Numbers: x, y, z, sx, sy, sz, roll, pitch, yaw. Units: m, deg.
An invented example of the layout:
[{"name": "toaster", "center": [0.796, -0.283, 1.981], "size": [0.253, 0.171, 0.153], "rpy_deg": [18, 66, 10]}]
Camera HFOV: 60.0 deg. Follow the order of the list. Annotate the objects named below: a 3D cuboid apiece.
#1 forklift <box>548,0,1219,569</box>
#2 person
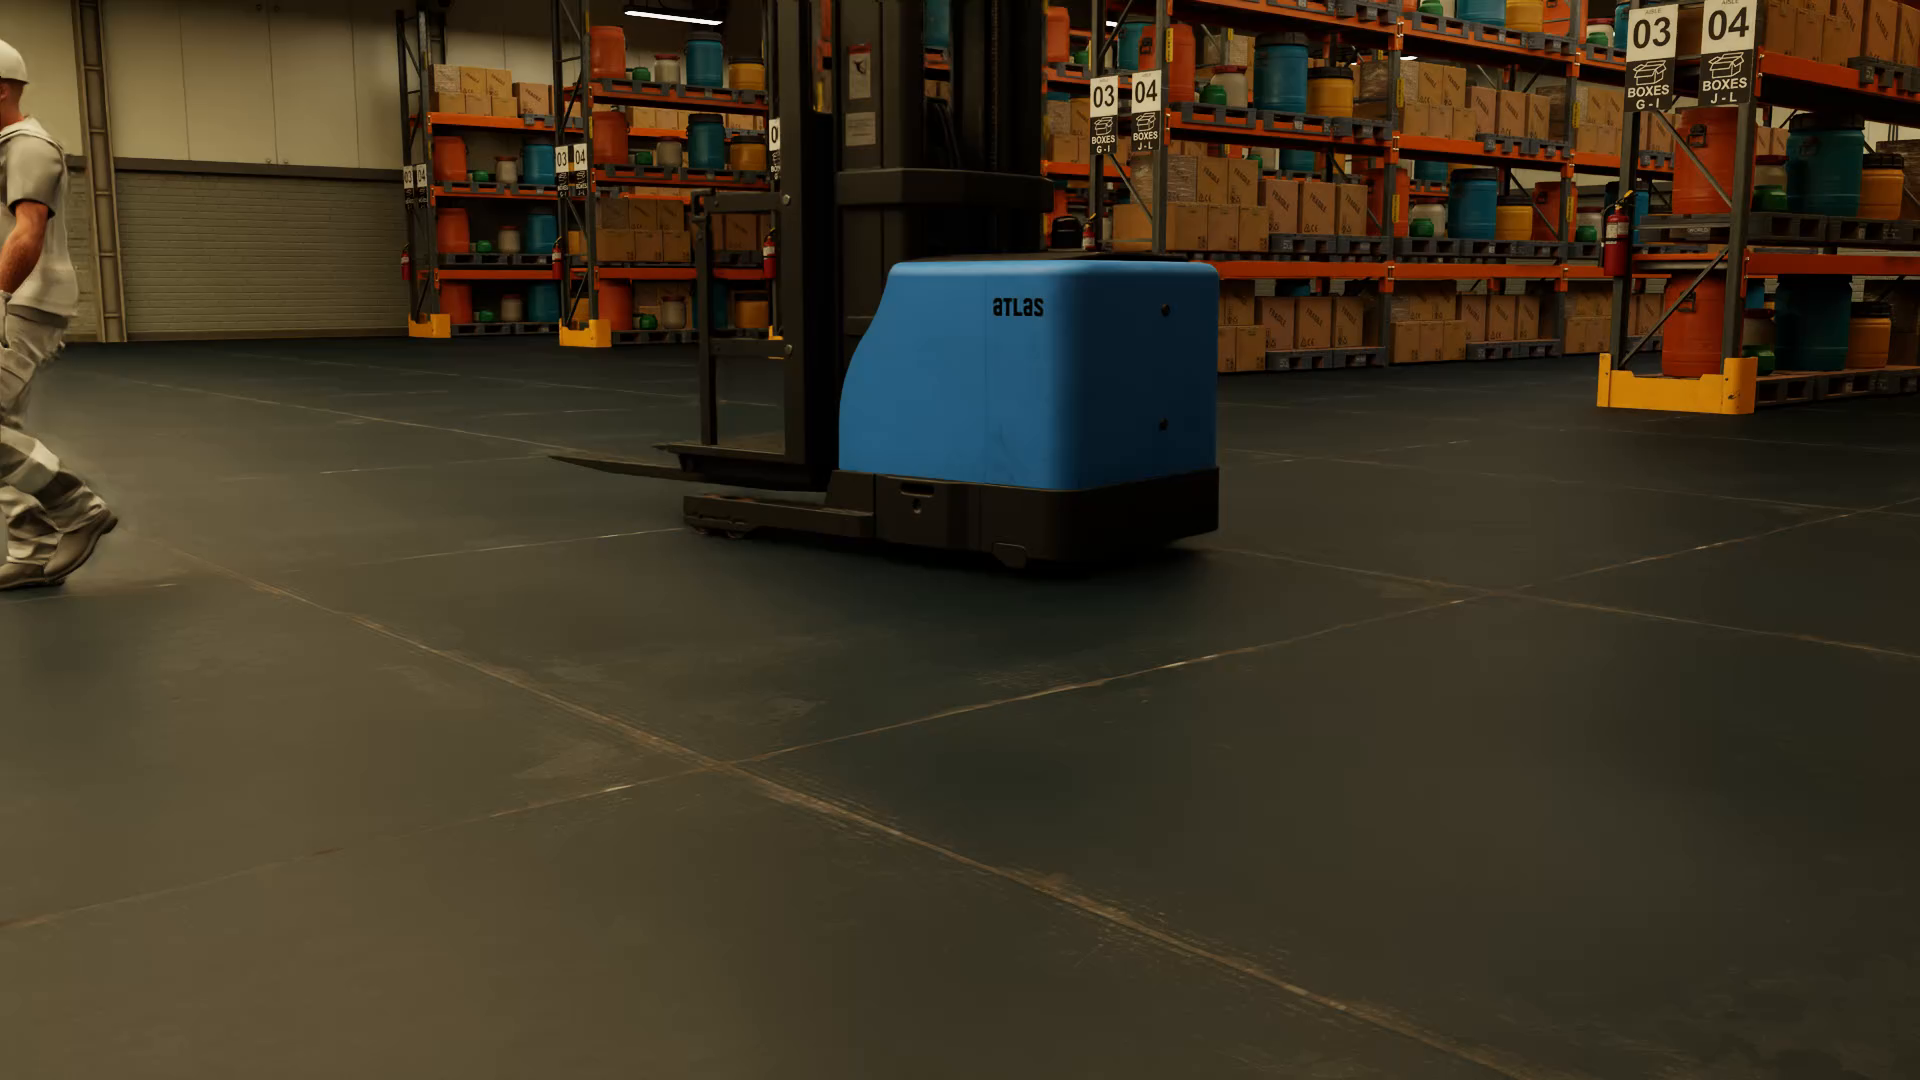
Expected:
[{"name": "forklift", "center": [-0.485, -1.506, 6.687], "size": [3.031, 2.935, 1.130], "rpy_deg": [7, 11, 38]}, {"name": "person", "center": [-3.060, -0.710, 5.355], "size": [0.485, 1.766, 0.735], "rpy_deg": [-7, 11, -39]}]
